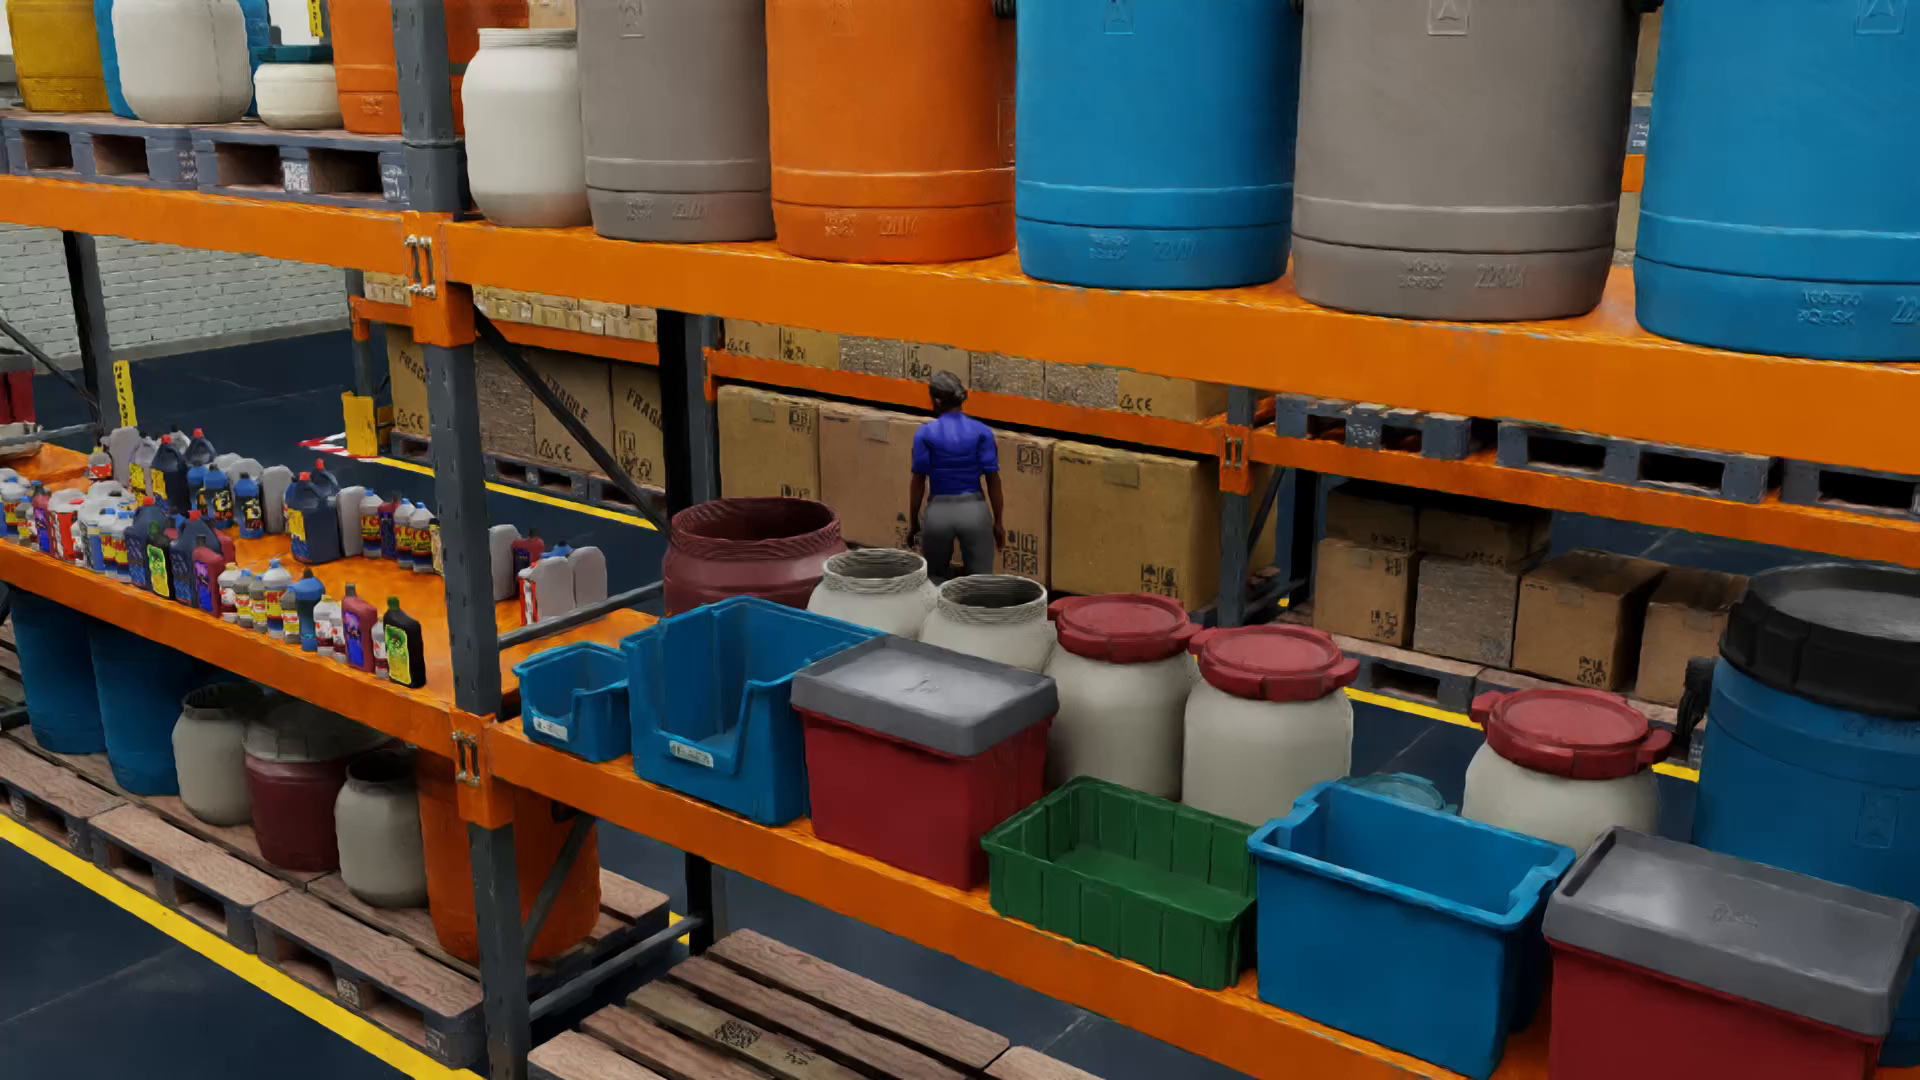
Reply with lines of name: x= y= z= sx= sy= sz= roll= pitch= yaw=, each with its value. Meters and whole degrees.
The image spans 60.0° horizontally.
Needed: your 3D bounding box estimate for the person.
person: x=-0.004 y=-0.065 z=8.737 sx=0.549 sy=1.639 sz=0.475 roll=2 pitch=17 yaw=5
